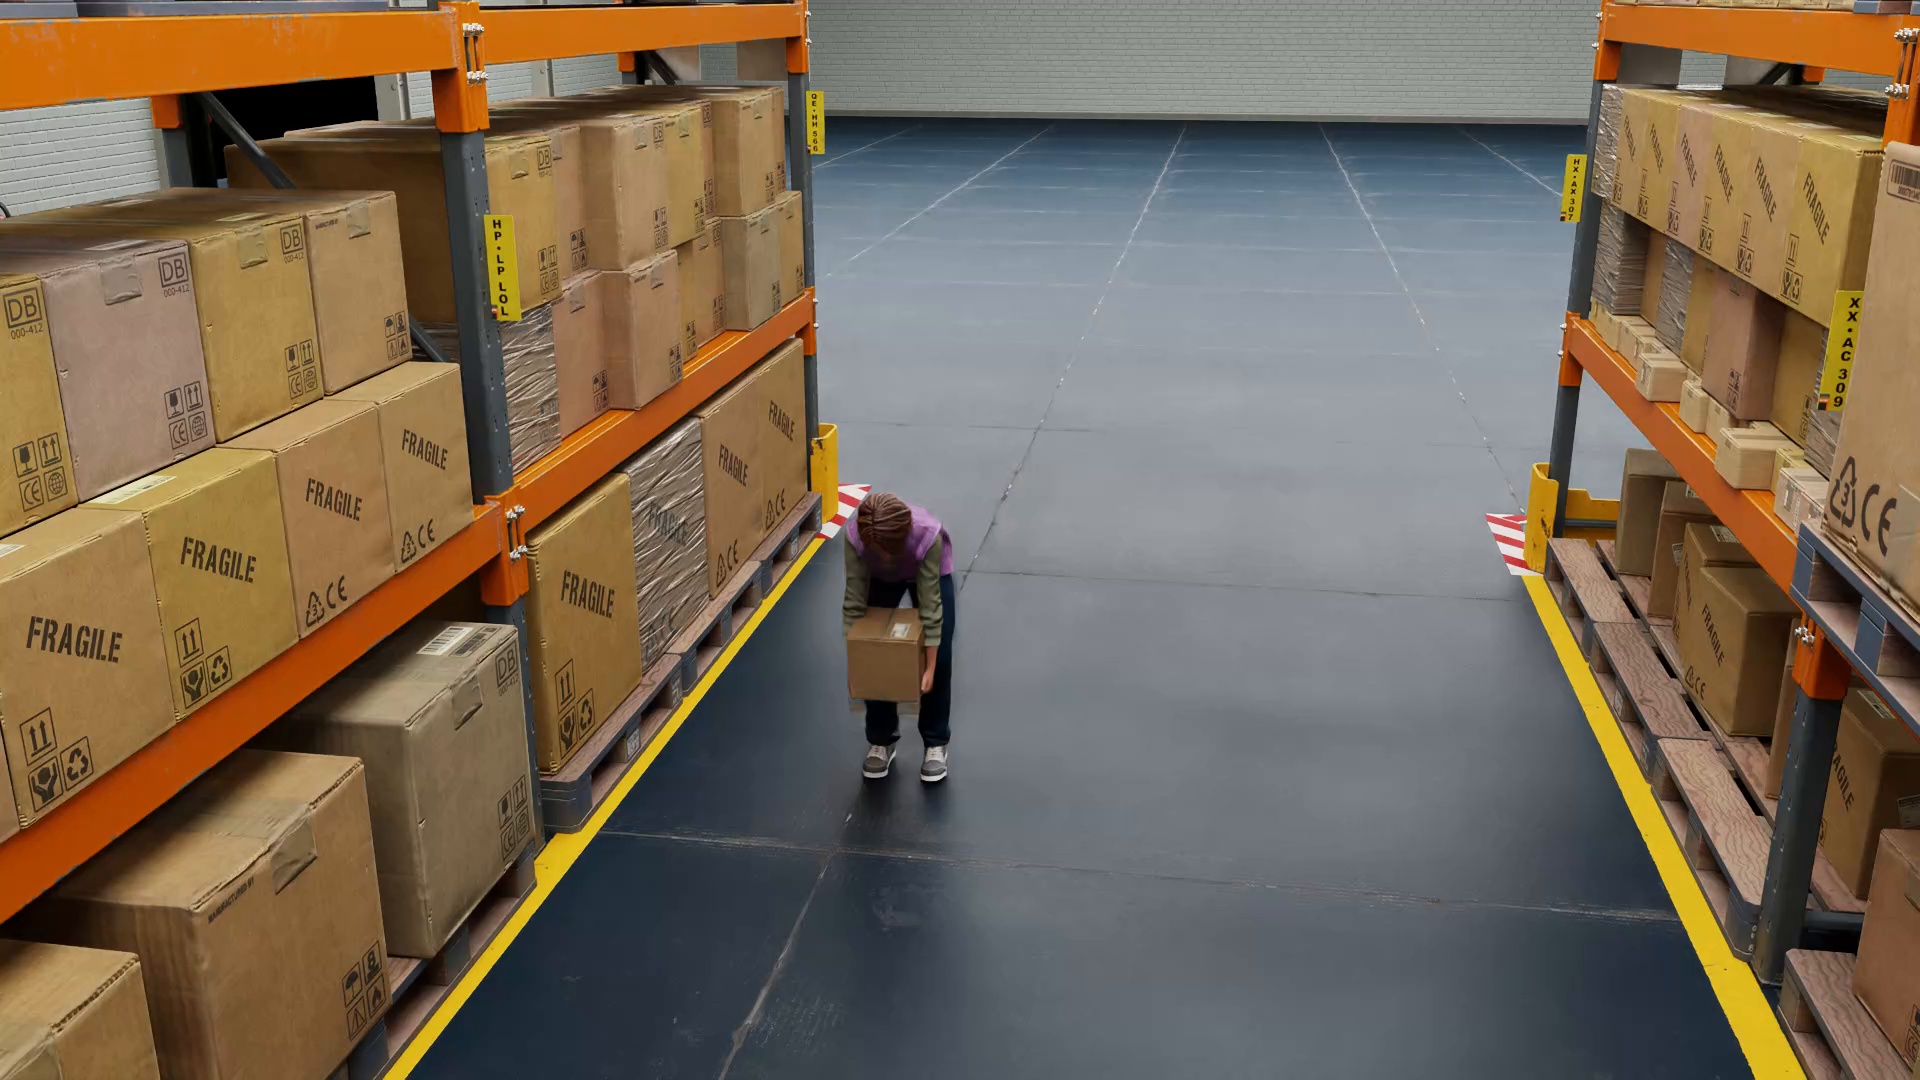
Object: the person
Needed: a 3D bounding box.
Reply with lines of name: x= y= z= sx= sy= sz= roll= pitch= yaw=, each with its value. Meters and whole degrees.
person: x=-0.232 y=0.352 z=6.066 sx=0.380 sy=1.248 sz=0.810 roll=2 pitch=18 yaw=7
